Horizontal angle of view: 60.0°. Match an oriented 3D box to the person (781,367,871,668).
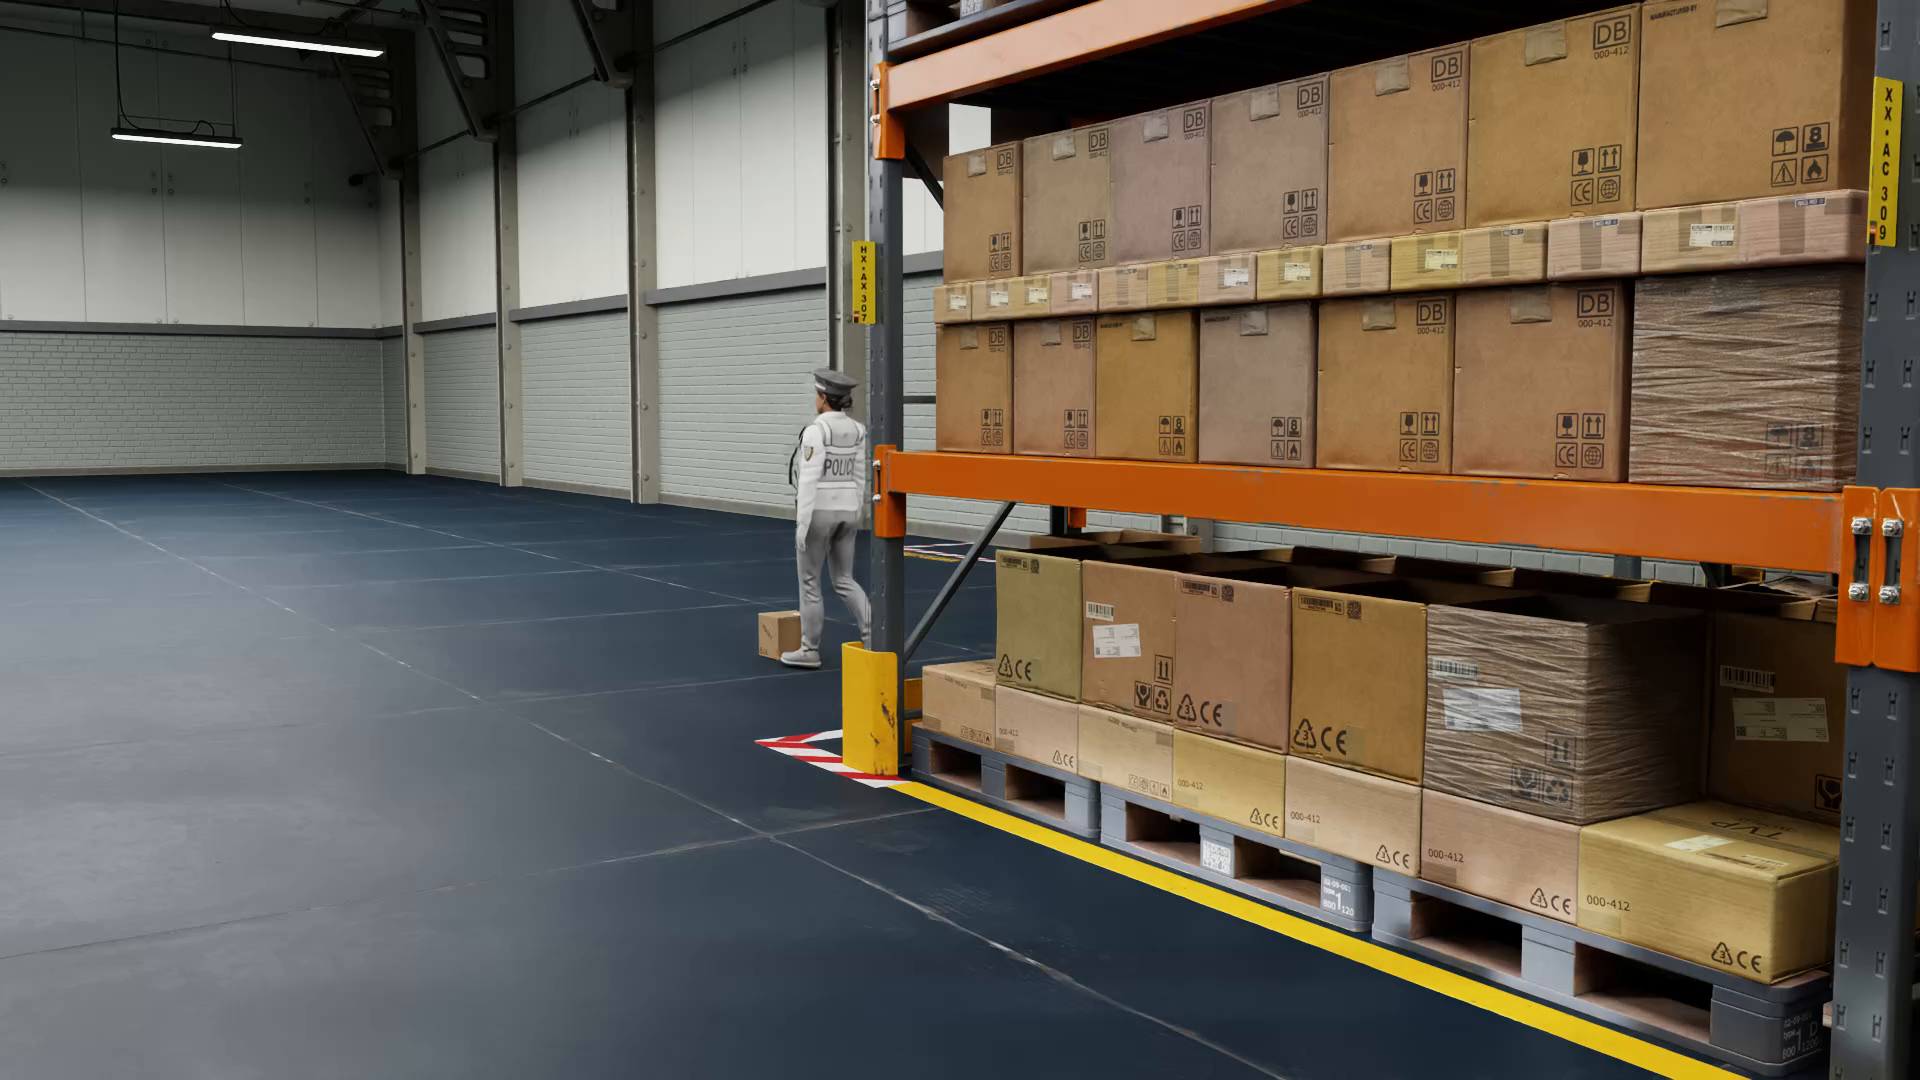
[{"bbox_3d":[-0.729,-0.123,9.283,0.641,1.677,0.507,4,6,43],"label":"person"}]
